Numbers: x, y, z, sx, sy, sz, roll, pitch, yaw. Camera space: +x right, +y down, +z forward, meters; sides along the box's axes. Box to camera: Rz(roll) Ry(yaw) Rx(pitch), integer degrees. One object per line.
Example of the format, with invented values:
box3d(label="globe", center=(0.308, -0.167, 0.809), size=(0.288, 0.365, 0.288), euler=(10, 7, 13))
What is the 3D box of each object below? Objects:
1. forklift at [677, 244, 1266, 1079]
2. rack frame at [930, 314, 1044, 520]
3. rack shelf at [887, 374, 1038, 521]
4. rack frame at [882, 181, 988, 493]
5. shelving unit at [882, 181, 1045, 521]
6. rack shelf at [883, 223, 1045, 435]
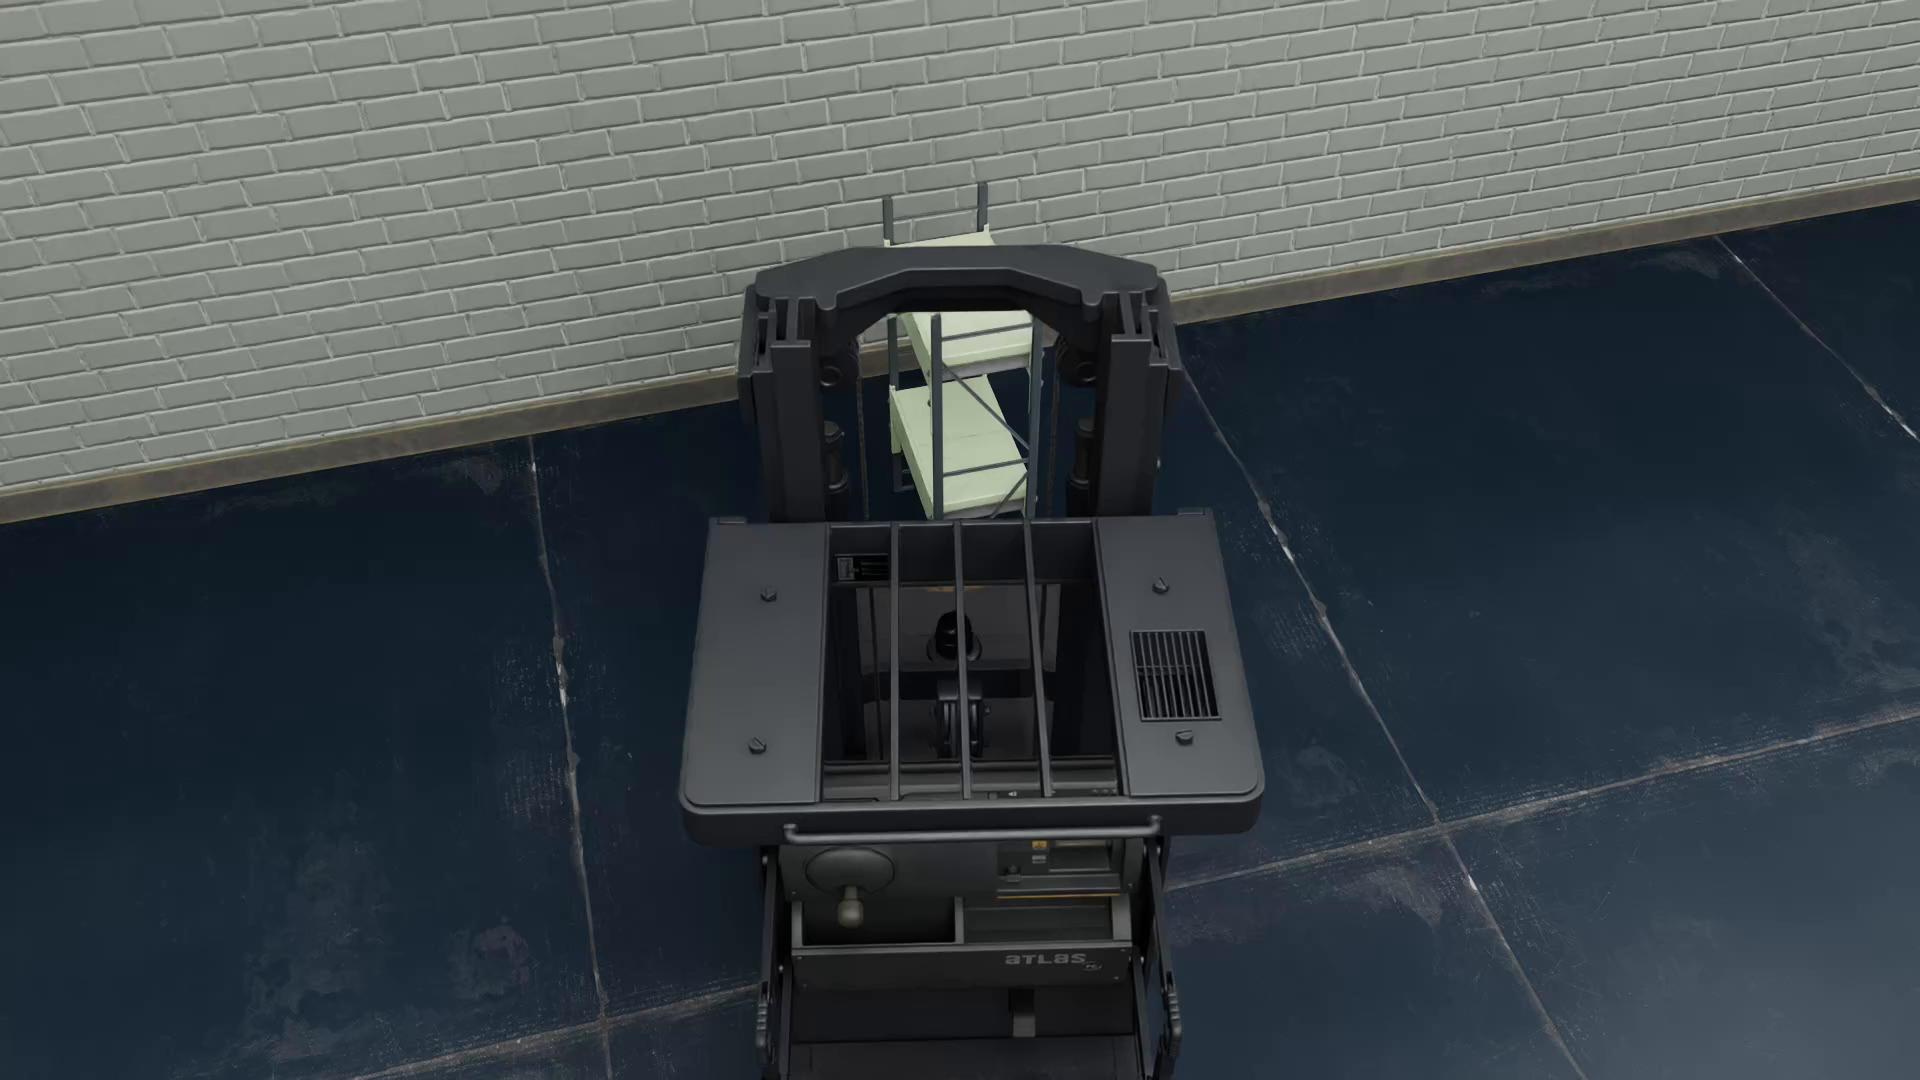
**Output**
box3d(label="forklift", center=(0.012, 0.877, 4.089), size=(1.130, 2.935, 3.031), euler=(-1, 46, -1))
box3d(label="rack frame", center=(0.095, -0.268, 6.213), size=(0.400, 1.500, 0.023), euler=(-11, 47, -10))
box3d(label="rack shelf", center=(0.002, -0.292, 6.693), size=(0.431, 0.370, 0.720), euler=(-11, 47, -10))
box3d(label="rack frame", center=(-0.092, -0.773, 6.708), size=(0.400, 1.500, 0.023), euler=(-11, 47, -10))
box3d(label="shelving unit", center=(0.002, -0.520, 6.461), size=(0.431, 1.500, 0.755), euler=(-11, 47, -10))
box3d(label="rack shelf", center=(0.002, -0.793, 6.182), size=(0.431, 0.370, 0.720), euler=(-11, 47, -10))
